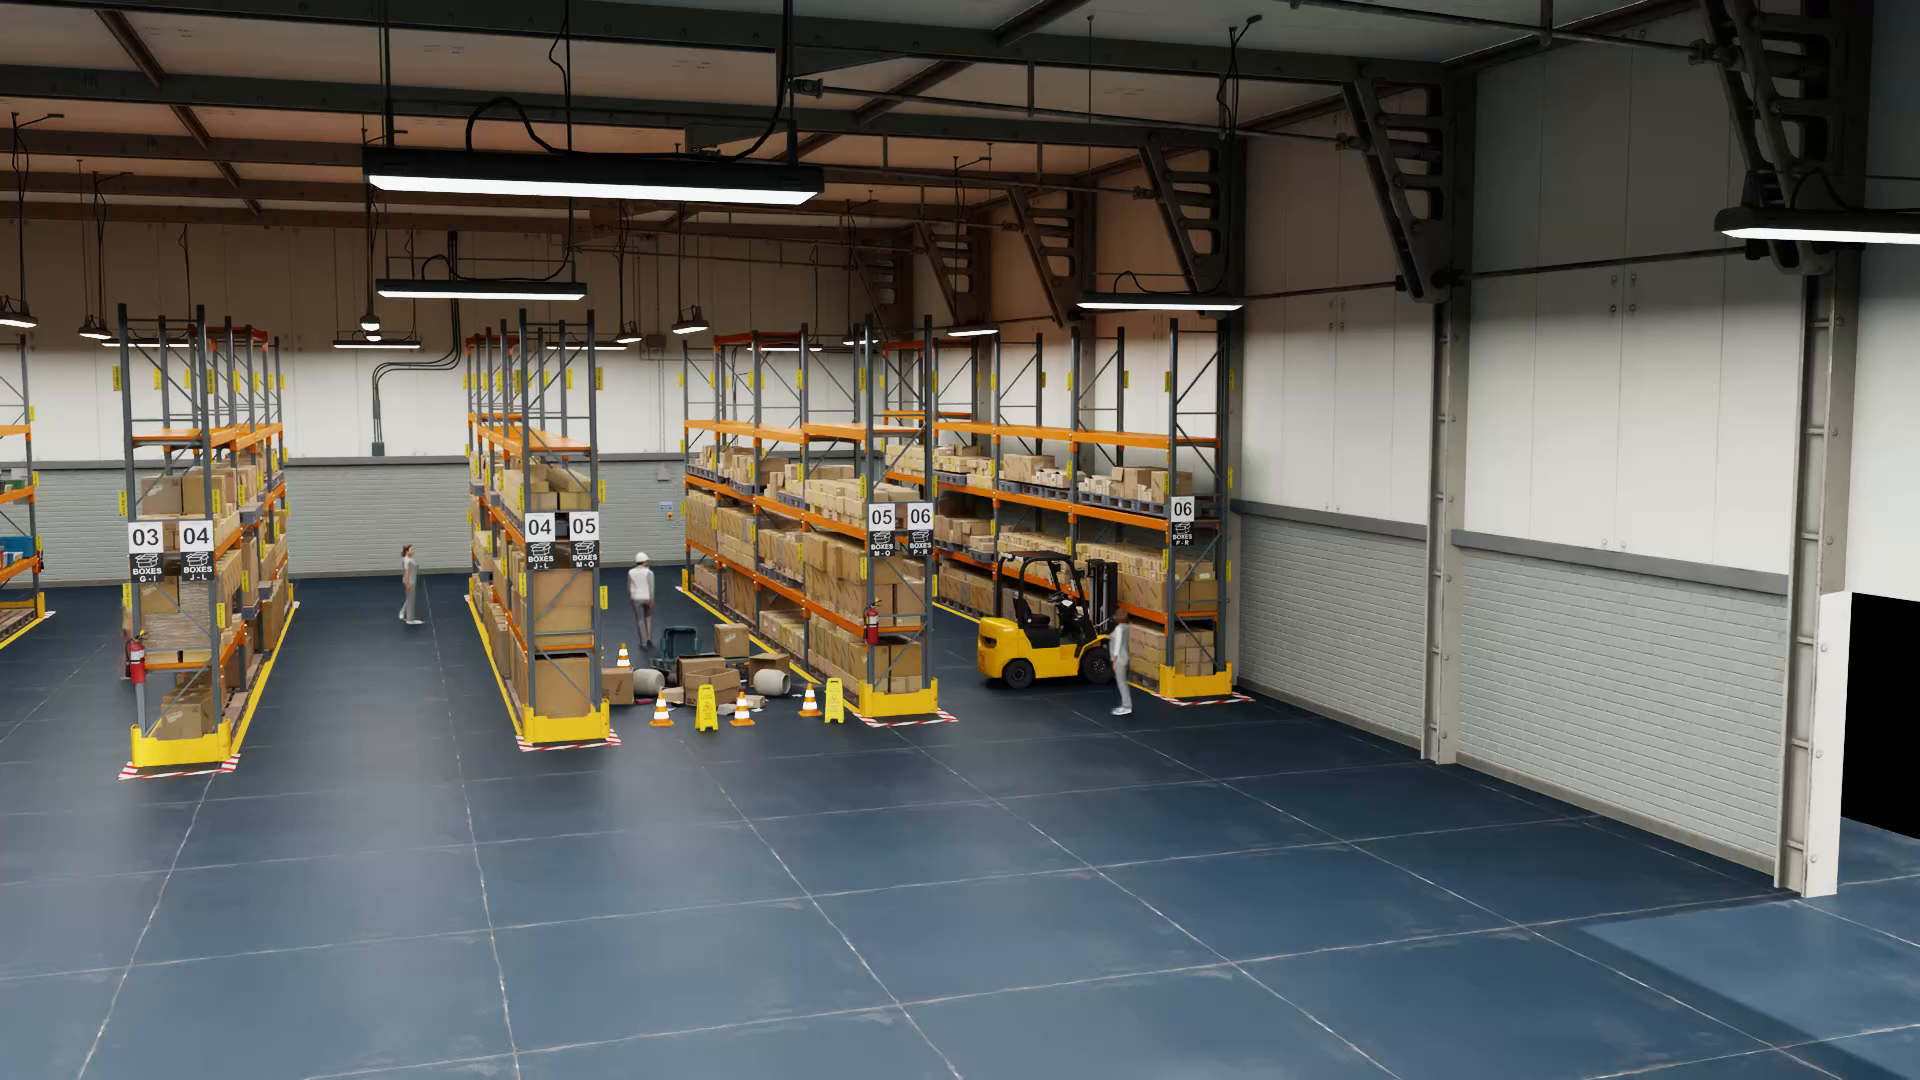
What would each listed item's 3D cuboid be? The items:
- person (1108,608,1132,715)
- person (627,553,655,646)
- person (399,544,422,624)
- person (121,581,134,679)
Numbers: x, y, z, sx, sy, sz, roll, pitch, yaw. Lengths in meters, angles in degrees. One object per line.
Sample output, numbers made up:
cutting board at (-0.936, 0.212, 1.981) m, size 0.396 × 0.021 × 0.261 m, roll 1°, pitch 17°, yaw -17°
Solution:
person at (2.423, 1.886, 25.117) m, size 0.368 × 1.506 × 0.478 m, roll 1°, pitch 5°, yaw 7°
person at (-6.021, 1.134, 31.460) m, size 0.459 × 1.802 × 0.689 m, roll -2°, pitch 6°, yaw -24°
person at (-11.368, 0.913, 34.337) m, size 0.437 × 1.663 × 0.467 m, roll -3°, pitch 6°, yaw -31°
person at (-13.861, 1.519, 27.880) m, size 0.339 × 1.678 × 0.452 m, roll -5°, pitch 7°, yaw -41°
